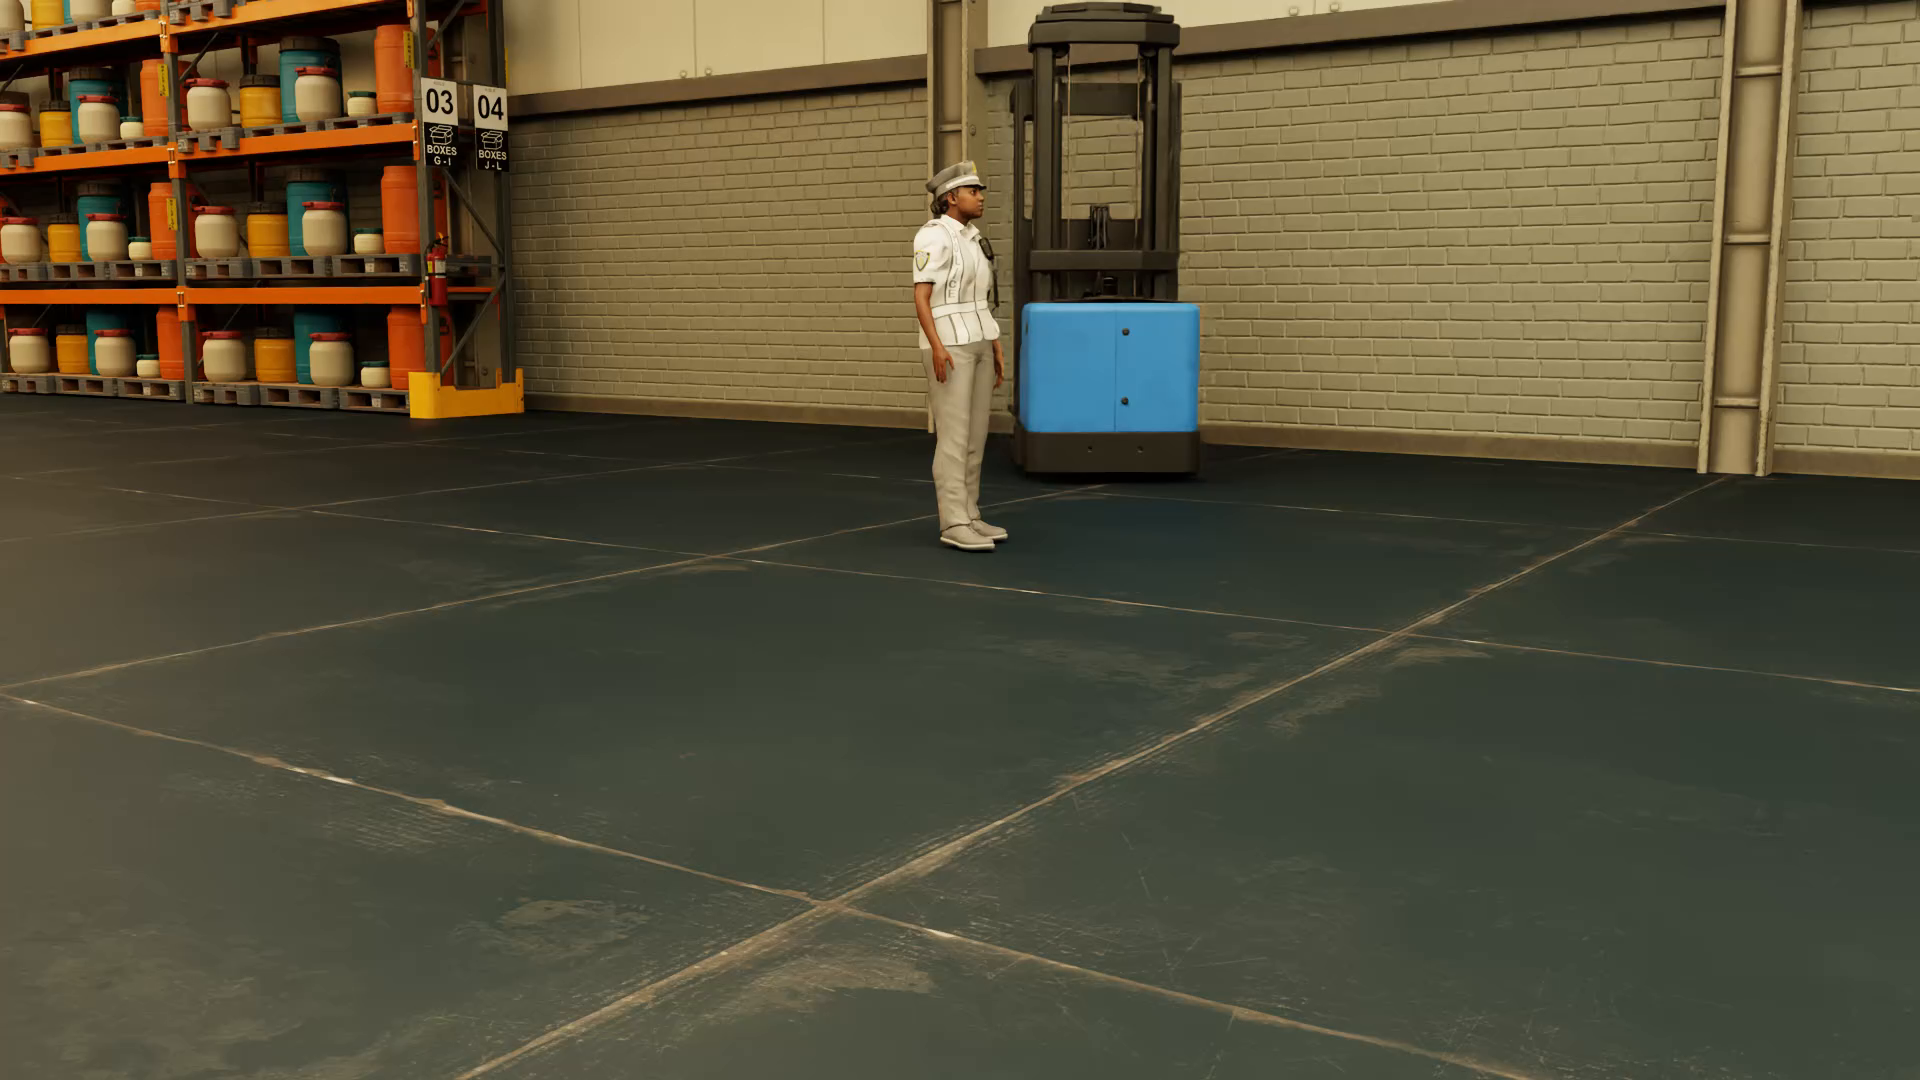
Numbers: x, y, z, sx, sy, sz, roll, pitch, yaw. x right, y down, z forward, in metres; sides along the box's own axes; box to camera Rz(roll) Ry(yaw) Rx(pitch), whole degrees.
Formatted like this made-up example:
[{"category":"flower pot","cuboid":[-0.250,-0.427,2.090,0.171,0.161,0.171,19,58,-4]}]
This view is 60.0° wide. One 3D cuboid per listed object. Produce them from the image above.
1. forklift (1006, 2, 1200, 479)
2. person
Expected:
[{"category":"forklift","cuboid":[0.894,-1.996,11.228,1.130,2.935,3.031,0,8,-1]},{"category":"person","cuboid":[0.051,-0.838,7.425,0.530,1.695,0.569,5,10,34]}]
